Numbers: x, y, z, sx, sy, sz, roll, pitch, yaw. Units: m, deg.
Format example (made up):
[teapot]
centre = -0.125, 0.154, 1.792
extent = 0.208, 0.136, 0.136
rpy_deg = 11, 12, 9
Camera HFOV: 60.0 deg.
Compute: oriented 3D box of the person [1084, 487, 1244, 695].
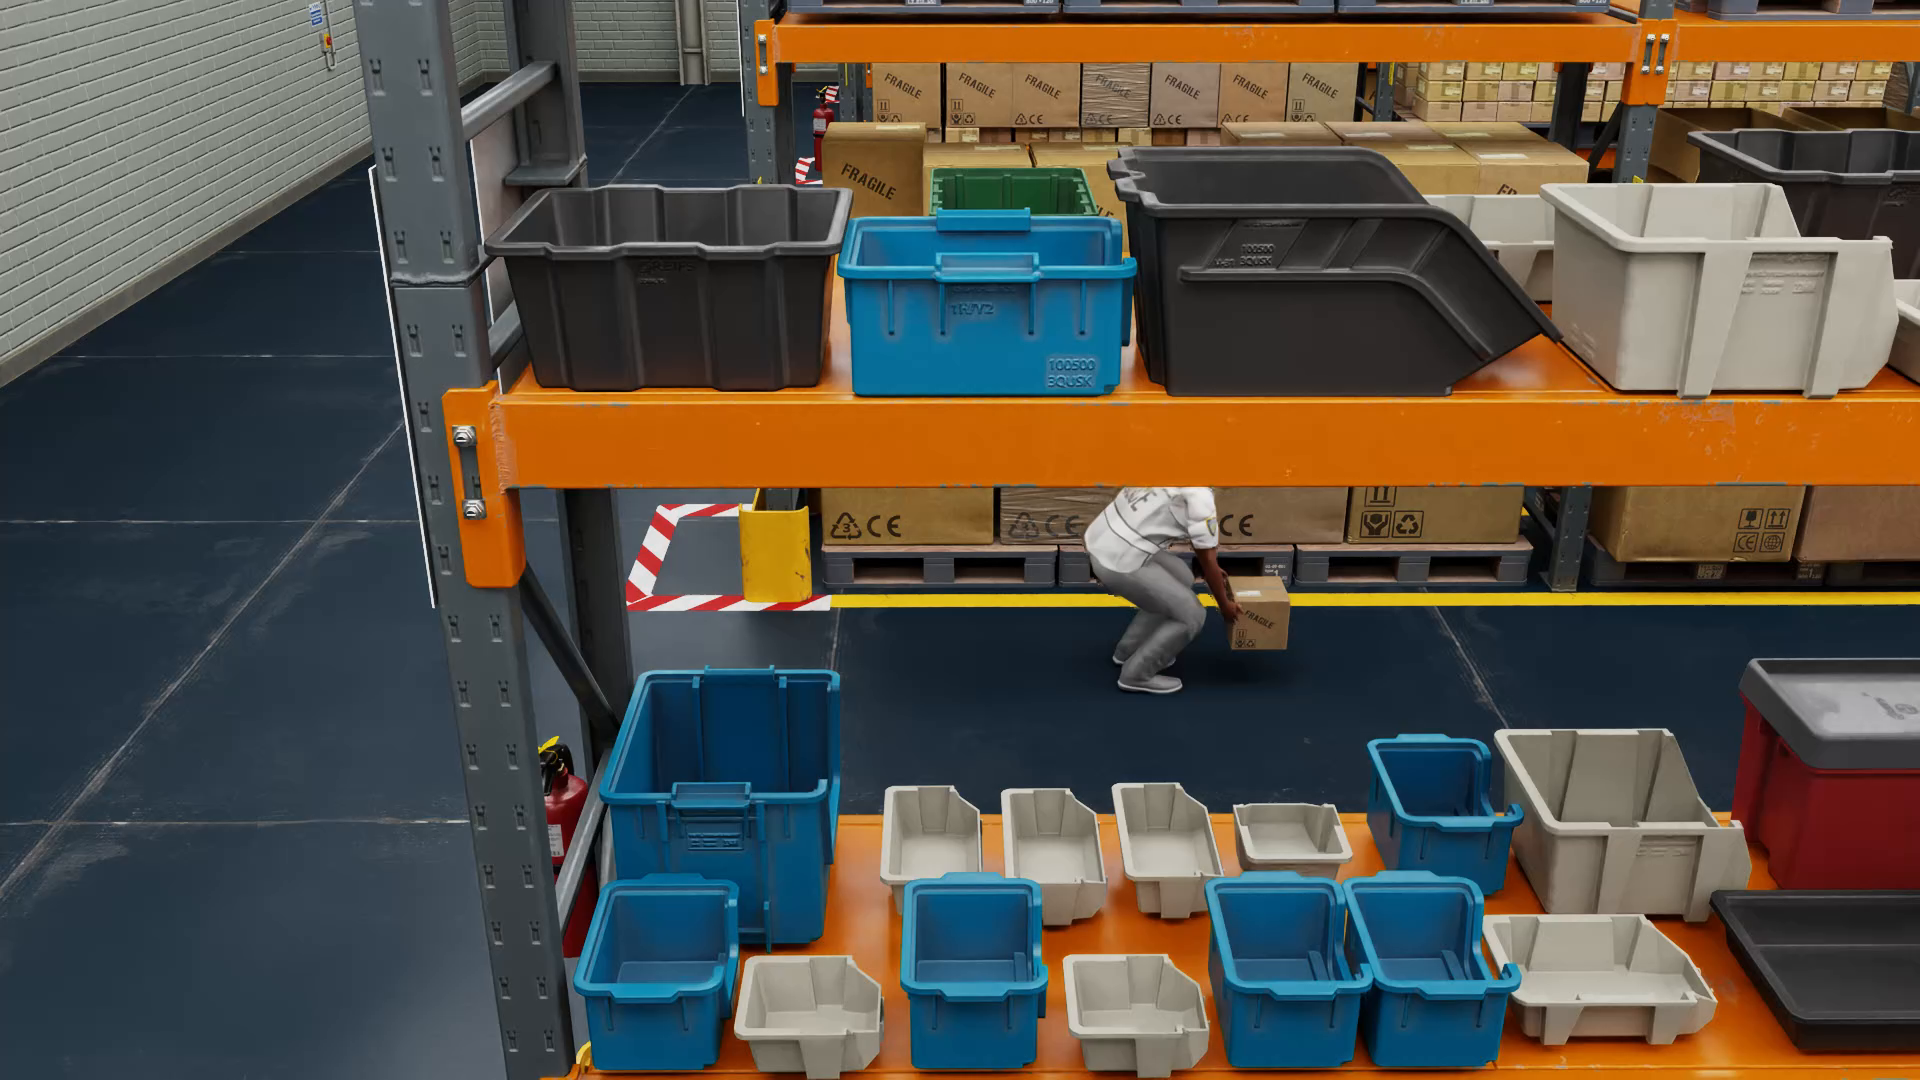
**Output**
[person]
centre = 0.957, 0.076, 7.511
extent = 0.797, 1.195, 0.500
rpy_deg = 0, 24, -1
